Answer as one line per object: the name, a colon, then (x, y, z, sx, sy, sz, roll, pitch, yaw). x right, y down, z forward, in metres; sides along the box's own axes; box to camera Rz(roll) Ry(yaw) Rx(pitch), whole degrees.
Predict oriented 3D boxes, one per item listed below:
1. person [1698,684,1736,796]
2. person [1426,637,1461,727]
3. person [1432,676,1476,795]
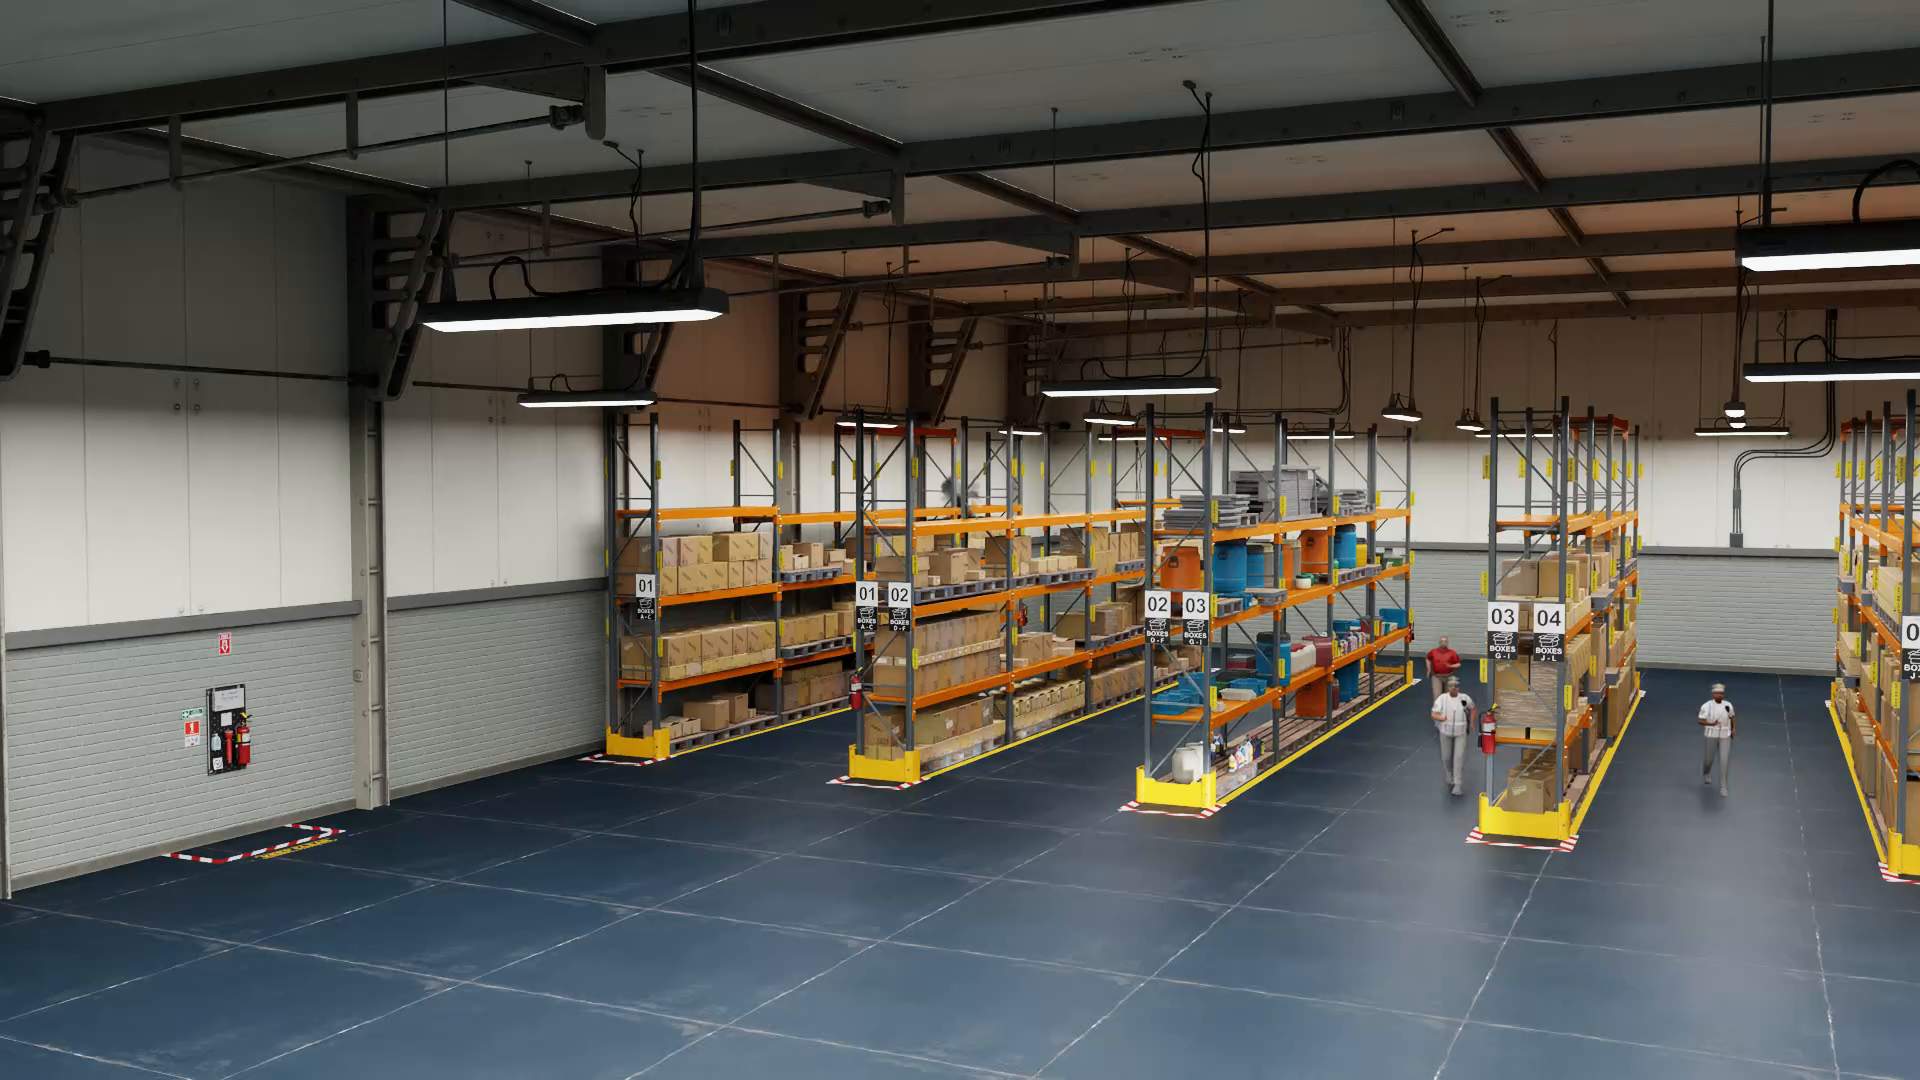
person: (11.745, 3.057, 25.773, 0.582, 1.675, 0.925, 1, 2, 15)
person: (9.457, 2.748, 32.579, 0.652, 1.716, 0.989, 1, 2, 16)
person: (7.695, 3.002, 25.912, 0.661, 1.775, 0.992, 1, 3, 18)
